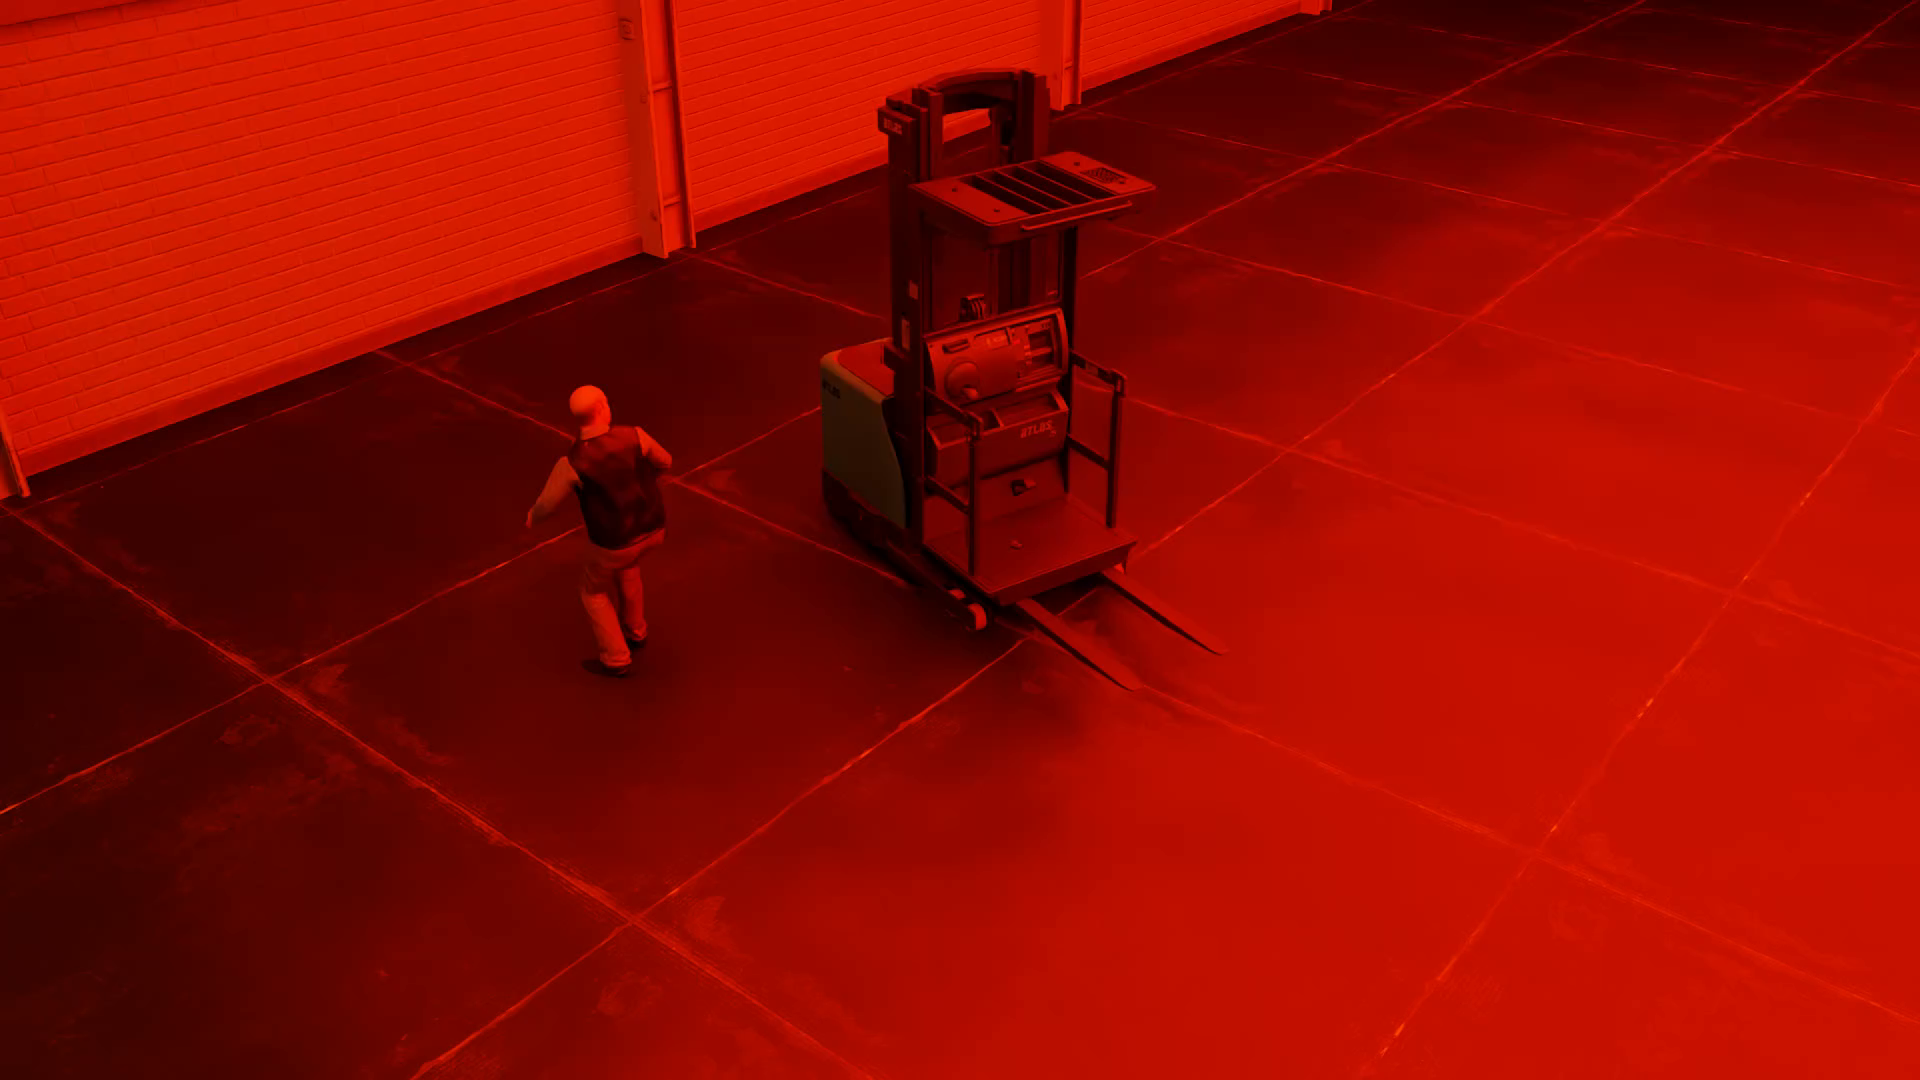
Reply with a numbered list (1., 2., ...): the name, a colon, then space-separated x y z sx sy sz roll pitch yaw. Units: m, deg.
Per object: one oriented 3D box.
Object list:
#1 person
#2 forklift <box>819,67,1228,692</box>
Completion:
1. person: -1.933 -0.068 9.014 0.762 1.682 0.635 -27 39 -38
2. forklift: 0.341 -1.010 9.323 1.130 2.935 3.031 -19 35 -29
